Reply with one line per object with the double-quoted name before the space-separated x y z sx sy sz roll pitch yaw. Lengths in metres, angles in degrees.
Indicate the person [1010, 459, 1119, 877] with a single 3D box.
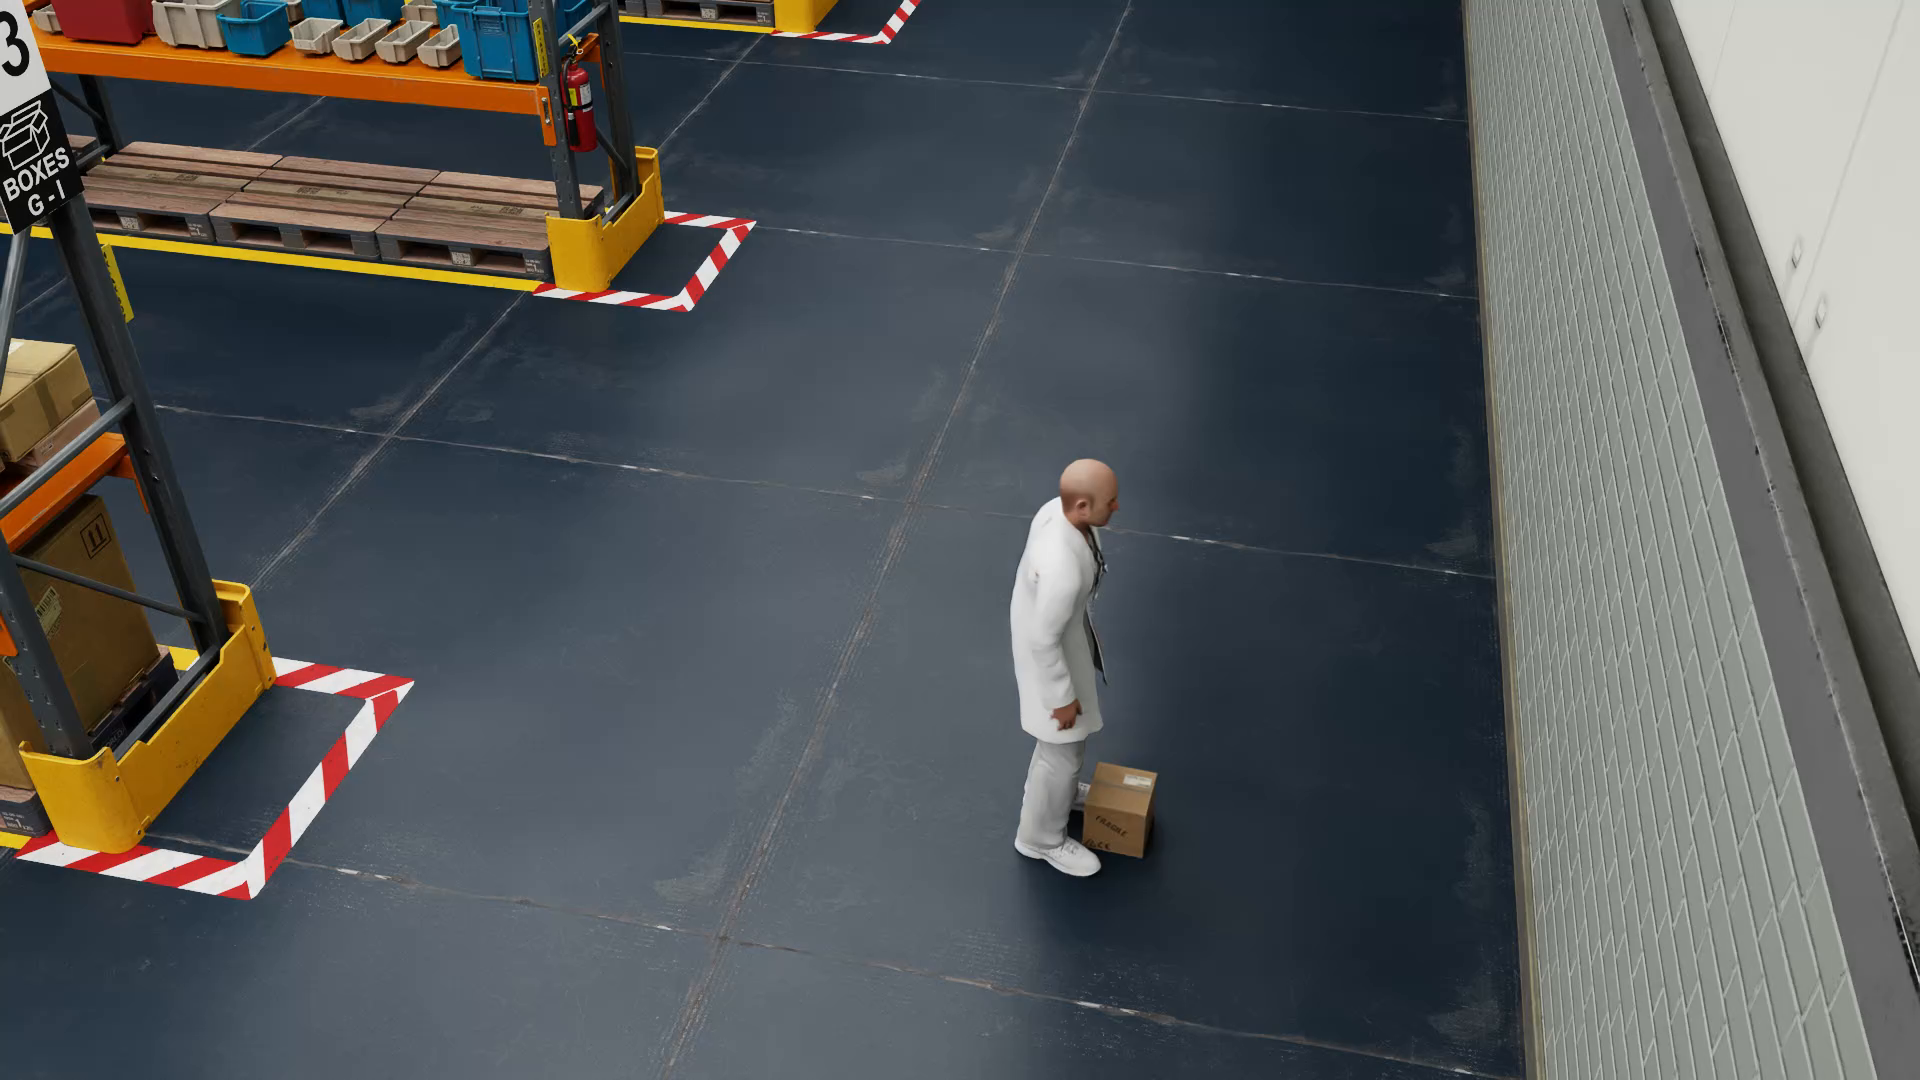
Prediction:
"person" 0.403 0.453 6.360 0.428 1.772 0.638 6 37 8
